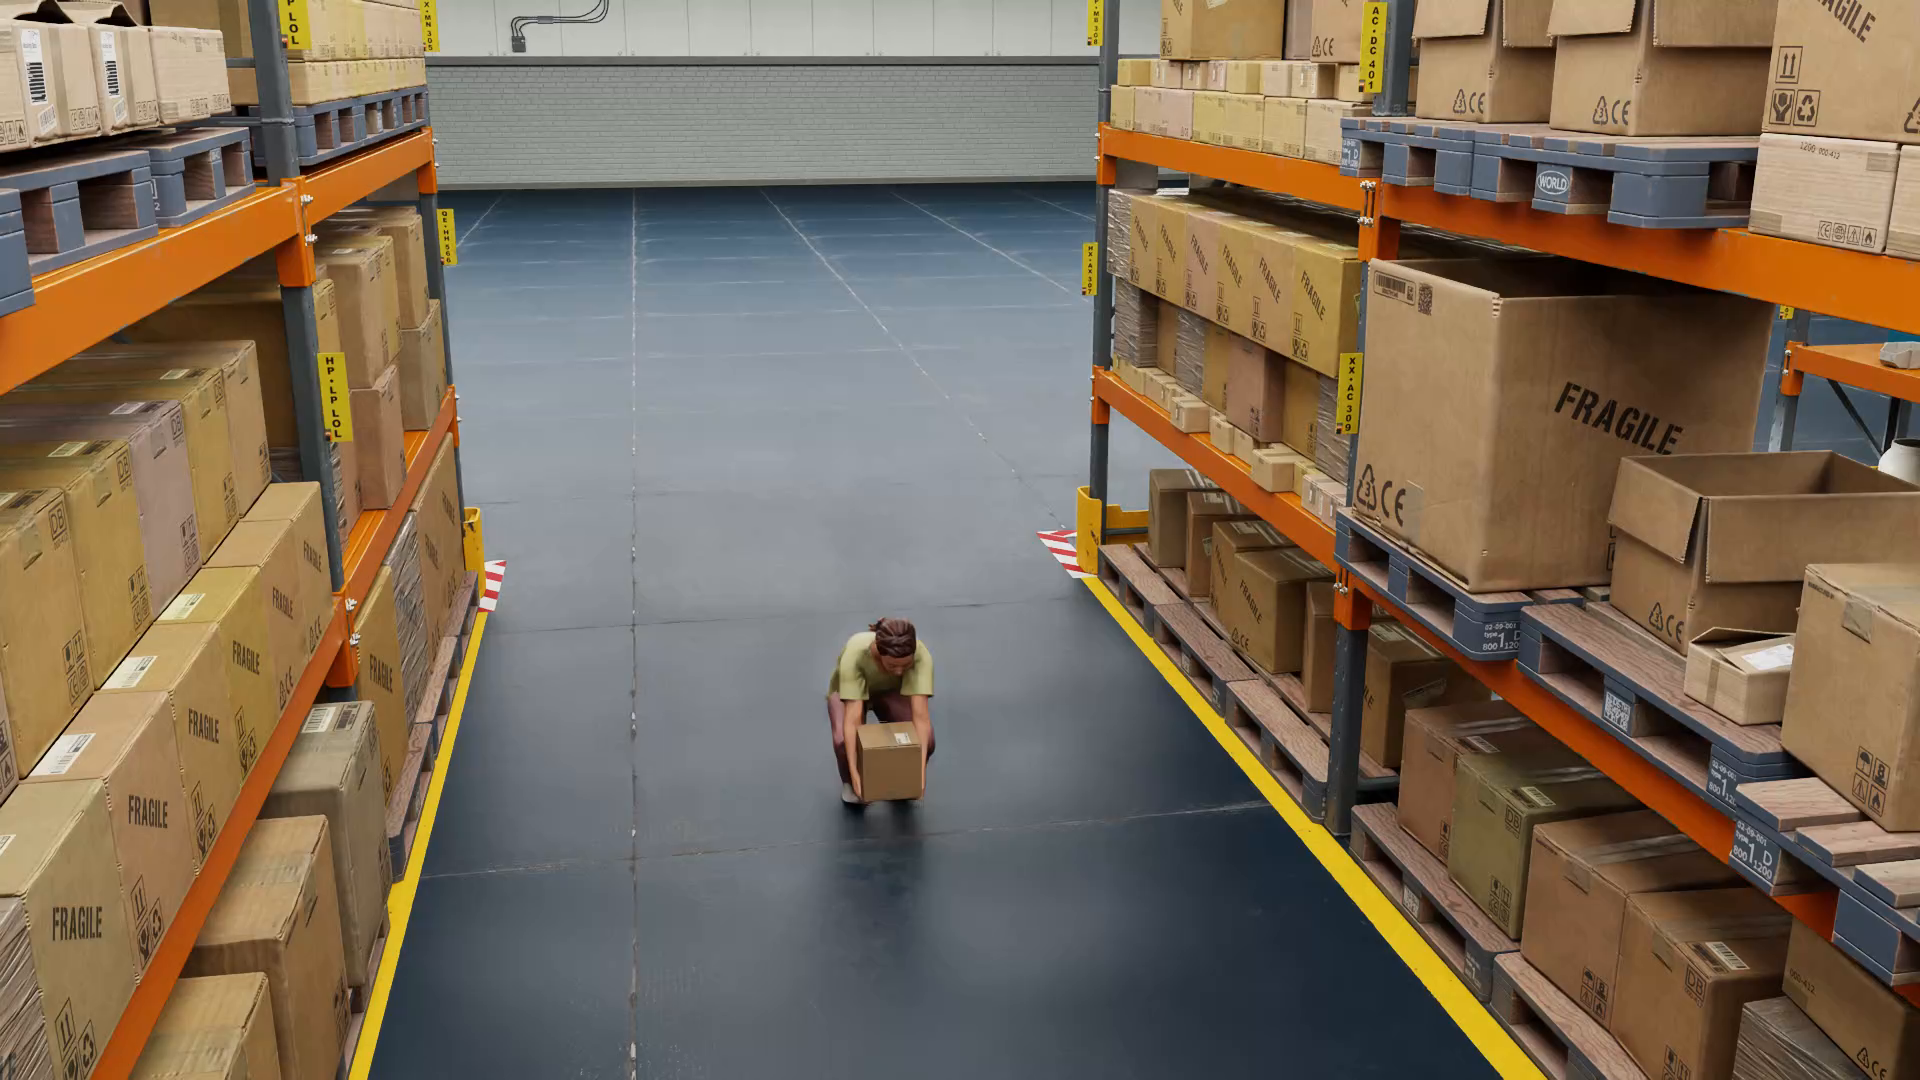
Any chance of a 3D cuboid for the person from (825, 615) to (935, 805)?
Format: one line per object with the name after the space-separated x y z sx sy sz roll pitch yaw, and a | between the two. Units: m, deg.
-0.356 0.725 7.392 0.460 0.943 0.807 -3 17 -11 | person
